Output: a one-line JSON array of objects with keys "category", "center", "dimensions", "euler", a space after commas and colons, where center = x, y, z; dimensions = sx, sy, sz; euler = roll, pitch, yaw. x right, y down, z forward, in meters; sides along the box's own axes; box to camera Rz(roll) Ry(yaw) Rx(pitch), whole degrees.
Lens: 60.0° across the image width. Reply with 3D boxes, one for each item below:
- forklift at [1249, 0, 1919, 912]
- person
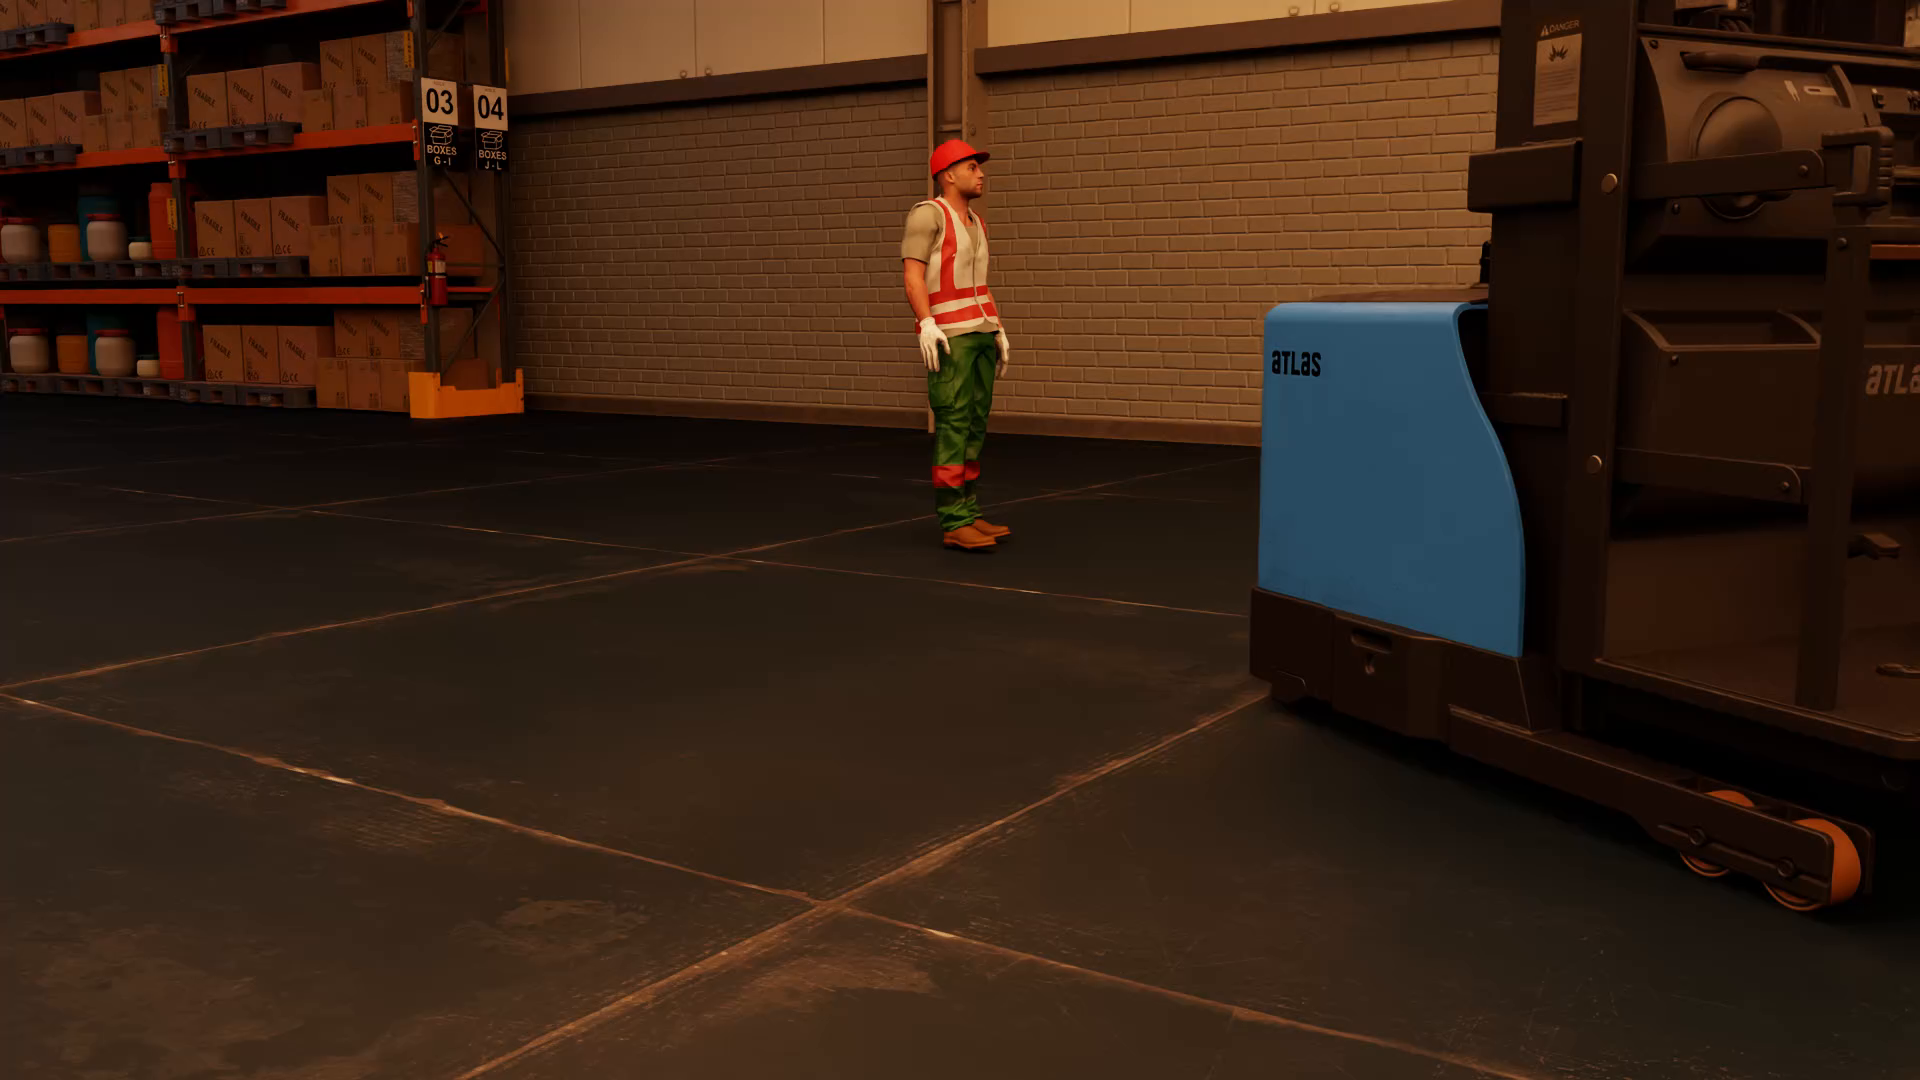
[{"category": "forklift", "center": [1.856, -0.859, 3.232], "dimensions": [1.130, 2.935, 3.031], "euler": [-4, 9, -24]}, {"category": "person", "center": [0.059, -0.885, 7.422], "dimensions": [0.564, 1.787, 0.637], "euler": [5, 10, 34]}]
